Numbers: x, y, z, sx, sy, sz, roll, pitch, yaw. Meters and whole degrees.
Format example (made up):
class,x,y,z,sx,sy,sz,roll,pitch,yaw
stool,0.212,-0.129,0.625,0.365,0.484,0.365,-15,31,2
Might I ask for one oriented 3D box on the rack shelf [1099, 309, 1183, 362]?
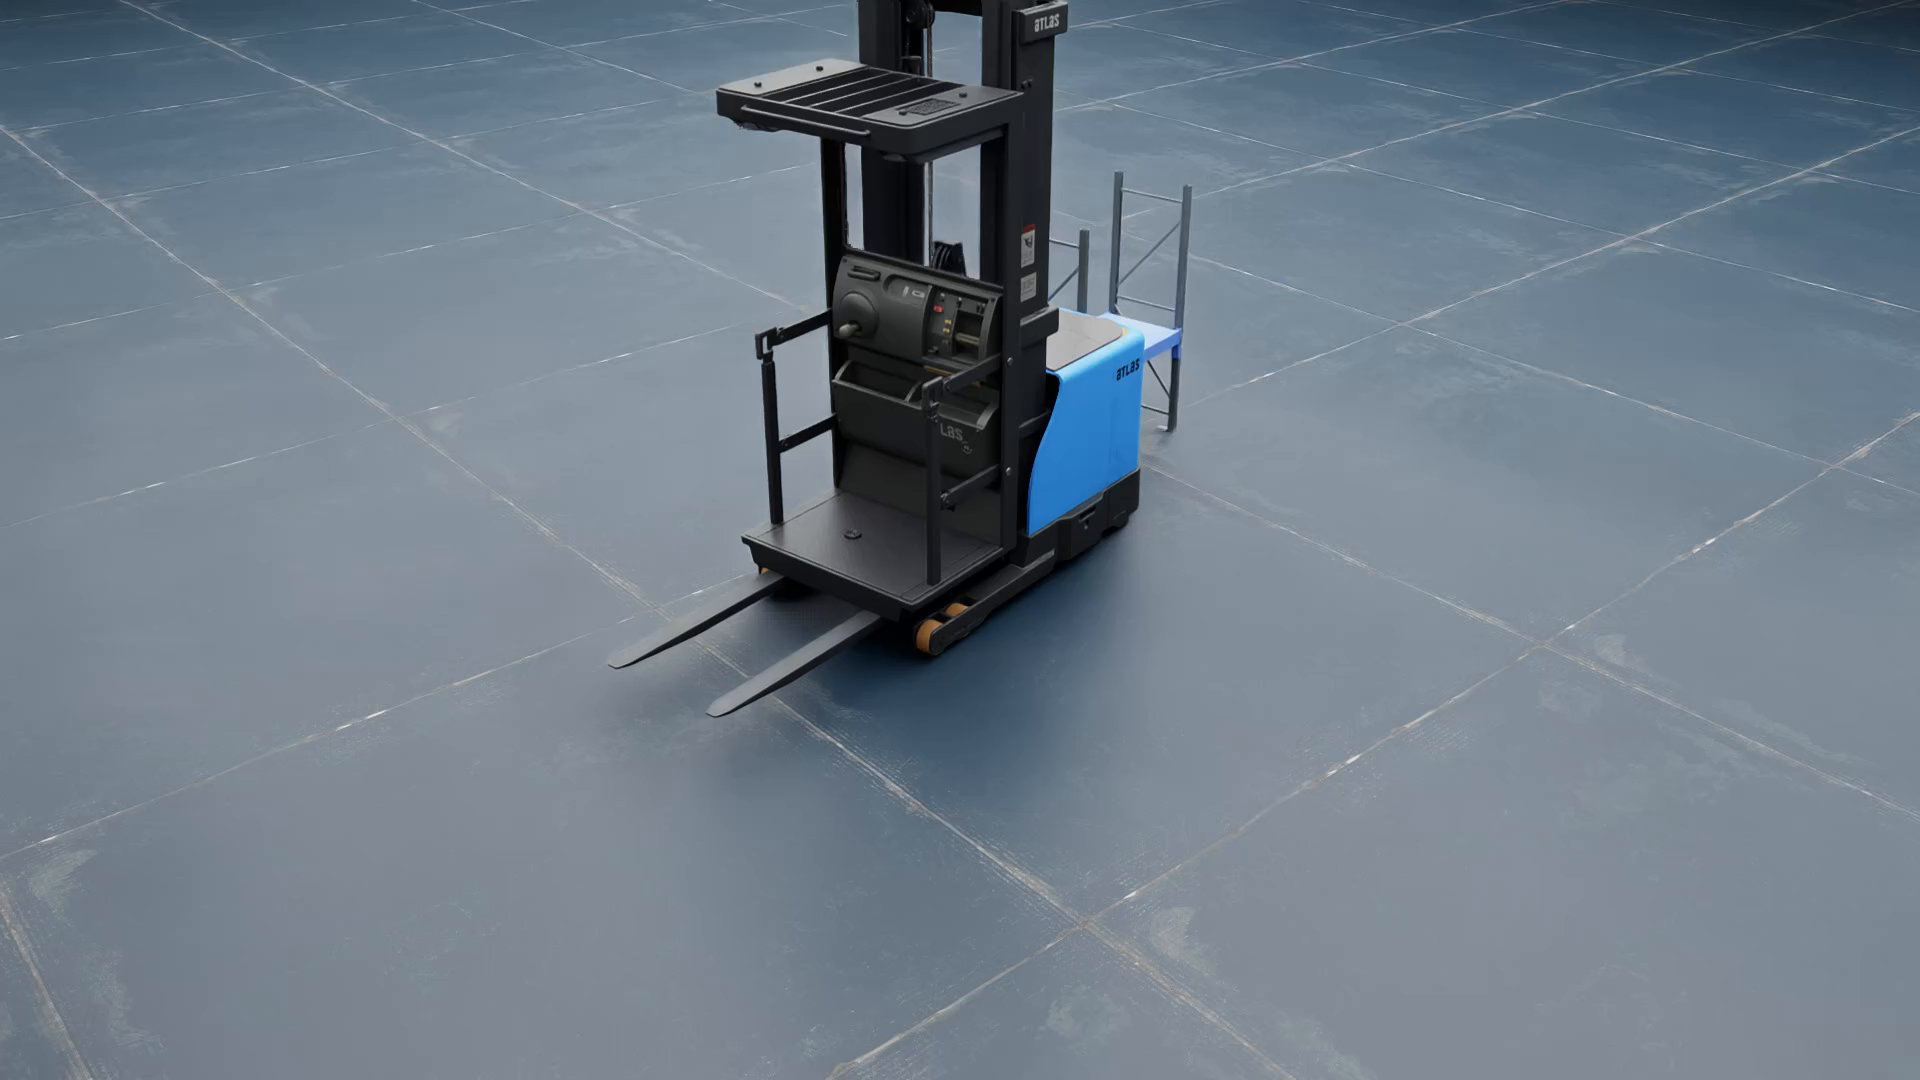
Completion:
class,x,y,z,sx,sy,sz,roll,pitch,yaw
rack shelf,0.776,-1.036,9.479,0.538,0.185,1.000,20,34,33

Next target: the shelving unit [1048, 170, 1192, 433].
class,x,y,z,sx,sy,sz,roll,pitch,yaw
shelving unit,0.776,-1.194,9.394,0.538,1.500,1.048,20,34,33

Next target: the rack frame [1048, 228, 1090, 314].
class,x,y,z,sx,sy,sz,roll,pitch,yaw
rack frame,0.463,-1.006,9.041,0.500,1.500,0.032,20,34,33

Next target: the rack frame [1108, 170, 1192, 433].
class,x,y,z,sx,sy,sz,roll,pitch,yaw
rack frame,1.090,-1.383,9.747,0.500,1.500,0.032,20,34,33

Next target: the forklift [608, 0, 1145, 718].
class,x,y,z,sx,sy,sz,roll,pitch,yaw
forklift,-0.344,-1.018,7.545,1.130,2.935,3.031,20,34,33
